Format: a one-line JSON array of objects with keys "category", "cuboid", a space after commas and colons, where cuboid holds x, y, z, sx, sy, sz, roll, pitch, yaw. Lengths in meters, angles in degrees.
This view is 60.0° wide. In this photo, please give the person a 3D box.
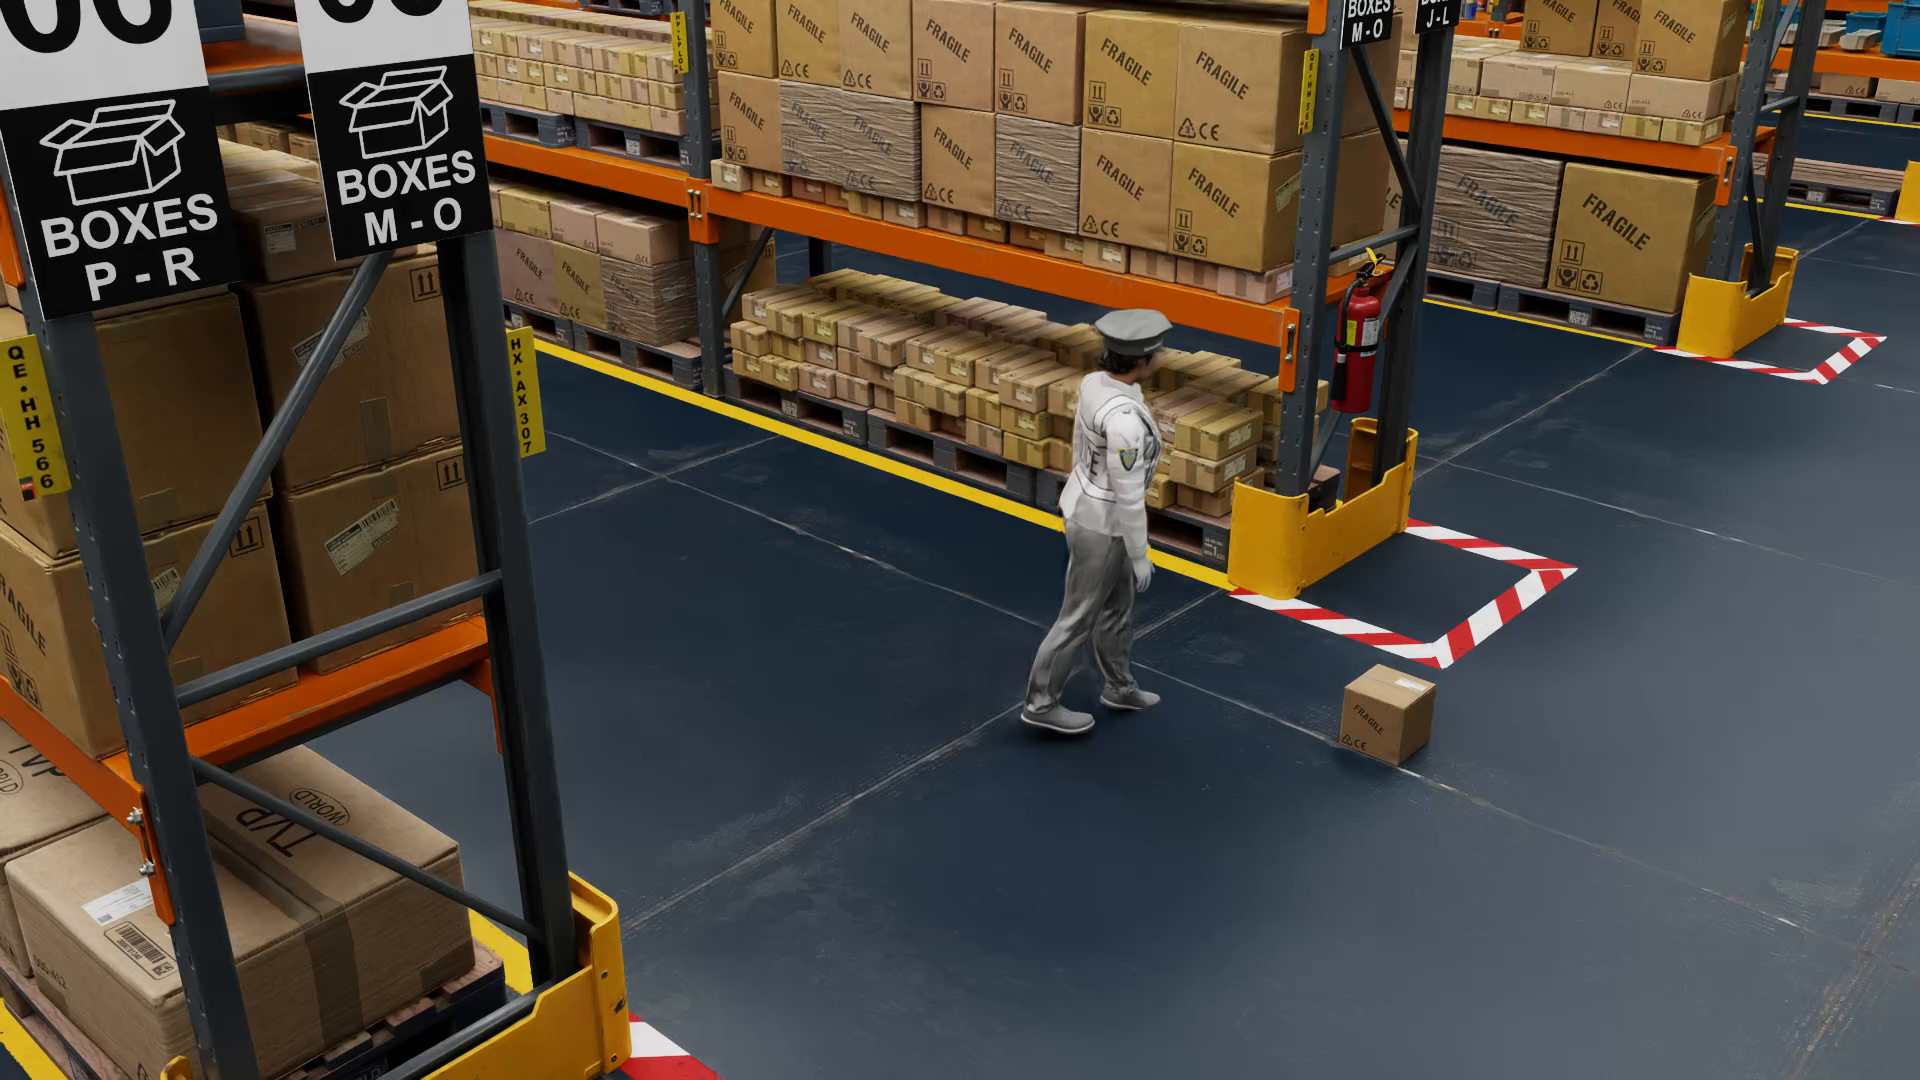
[{"category": "person", "cuboid": [0.530, -0.016, 6.159, 0.595, 1.697, 0.509, -2, 24, -4]}]
